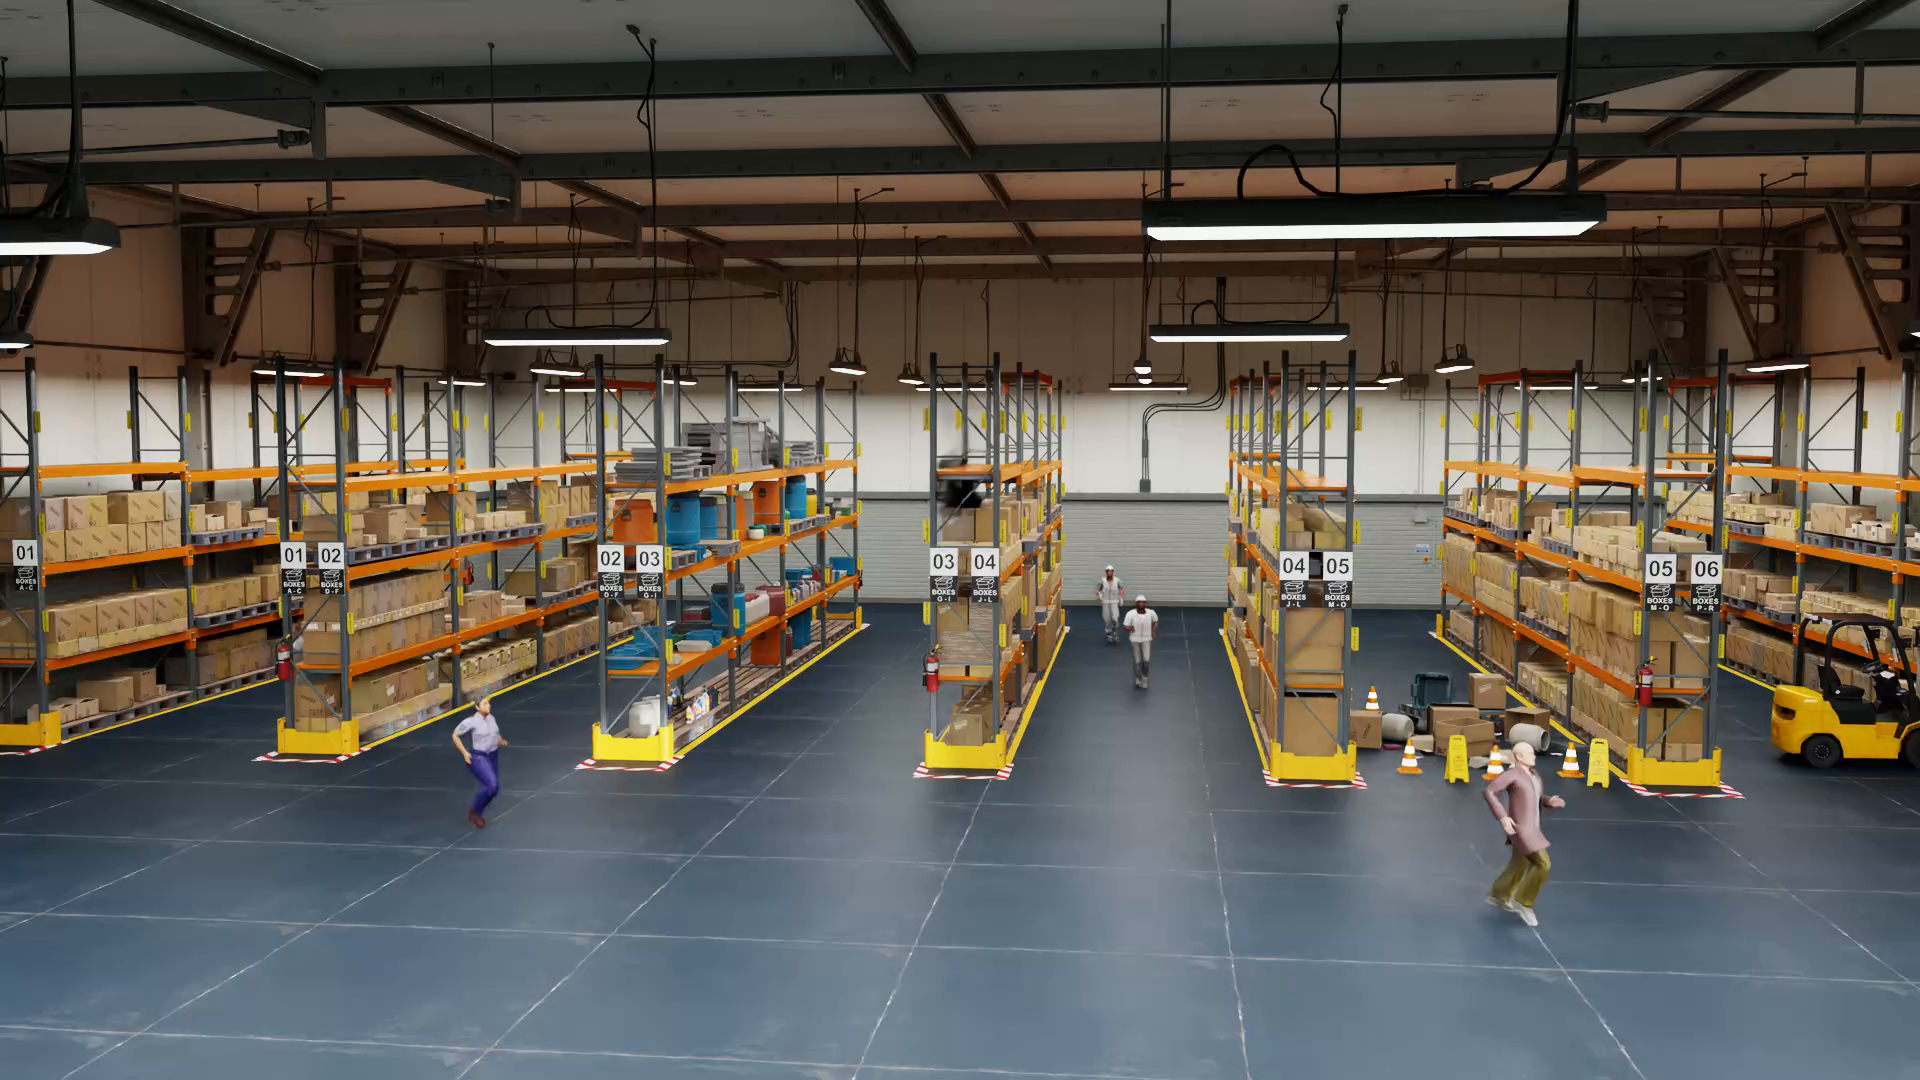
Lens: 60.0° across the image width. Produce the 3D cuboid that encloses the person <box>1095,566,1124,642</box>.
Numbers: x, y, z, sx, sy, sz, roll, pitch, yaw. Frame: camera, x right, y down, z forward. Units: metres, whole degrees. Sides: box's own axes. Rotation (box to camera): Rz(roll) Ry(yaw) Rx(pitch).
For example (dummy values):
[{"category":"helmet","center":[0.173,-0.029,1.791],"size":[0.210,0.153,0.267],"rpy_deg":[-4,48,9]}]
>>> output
[{"category":"person","center":[3.385,1.454,37.632],"size":[0.652,1.749,0.626],"rpy_deg":[0,4,6]}]

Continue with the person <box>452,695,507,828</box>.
[{"category":"person","center":[-5.866,2.775,20.536],"size":[0.643,1.539,0.582],"rpy_deg":[2,4,23]}]

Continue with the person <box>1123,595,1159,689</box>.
[{"category":"person","center":[3.419,1.923,31.276],"size":[0.691,1.781,0.670],"rpy_deg":[0,4,1]}]

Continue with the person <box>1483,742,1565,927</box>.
[{"category":"person","center":[5.662,2.941,16.687],"size":[0.798,1.823,0.671],"rpy_deg":[3,5,39]}]

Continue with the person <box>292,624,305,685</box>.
[{"category":"person","center":[-11.293,2.208,28.280],"size":[0.550,1.551,0.814],"rpy_deg":[0,4,-6]}]
